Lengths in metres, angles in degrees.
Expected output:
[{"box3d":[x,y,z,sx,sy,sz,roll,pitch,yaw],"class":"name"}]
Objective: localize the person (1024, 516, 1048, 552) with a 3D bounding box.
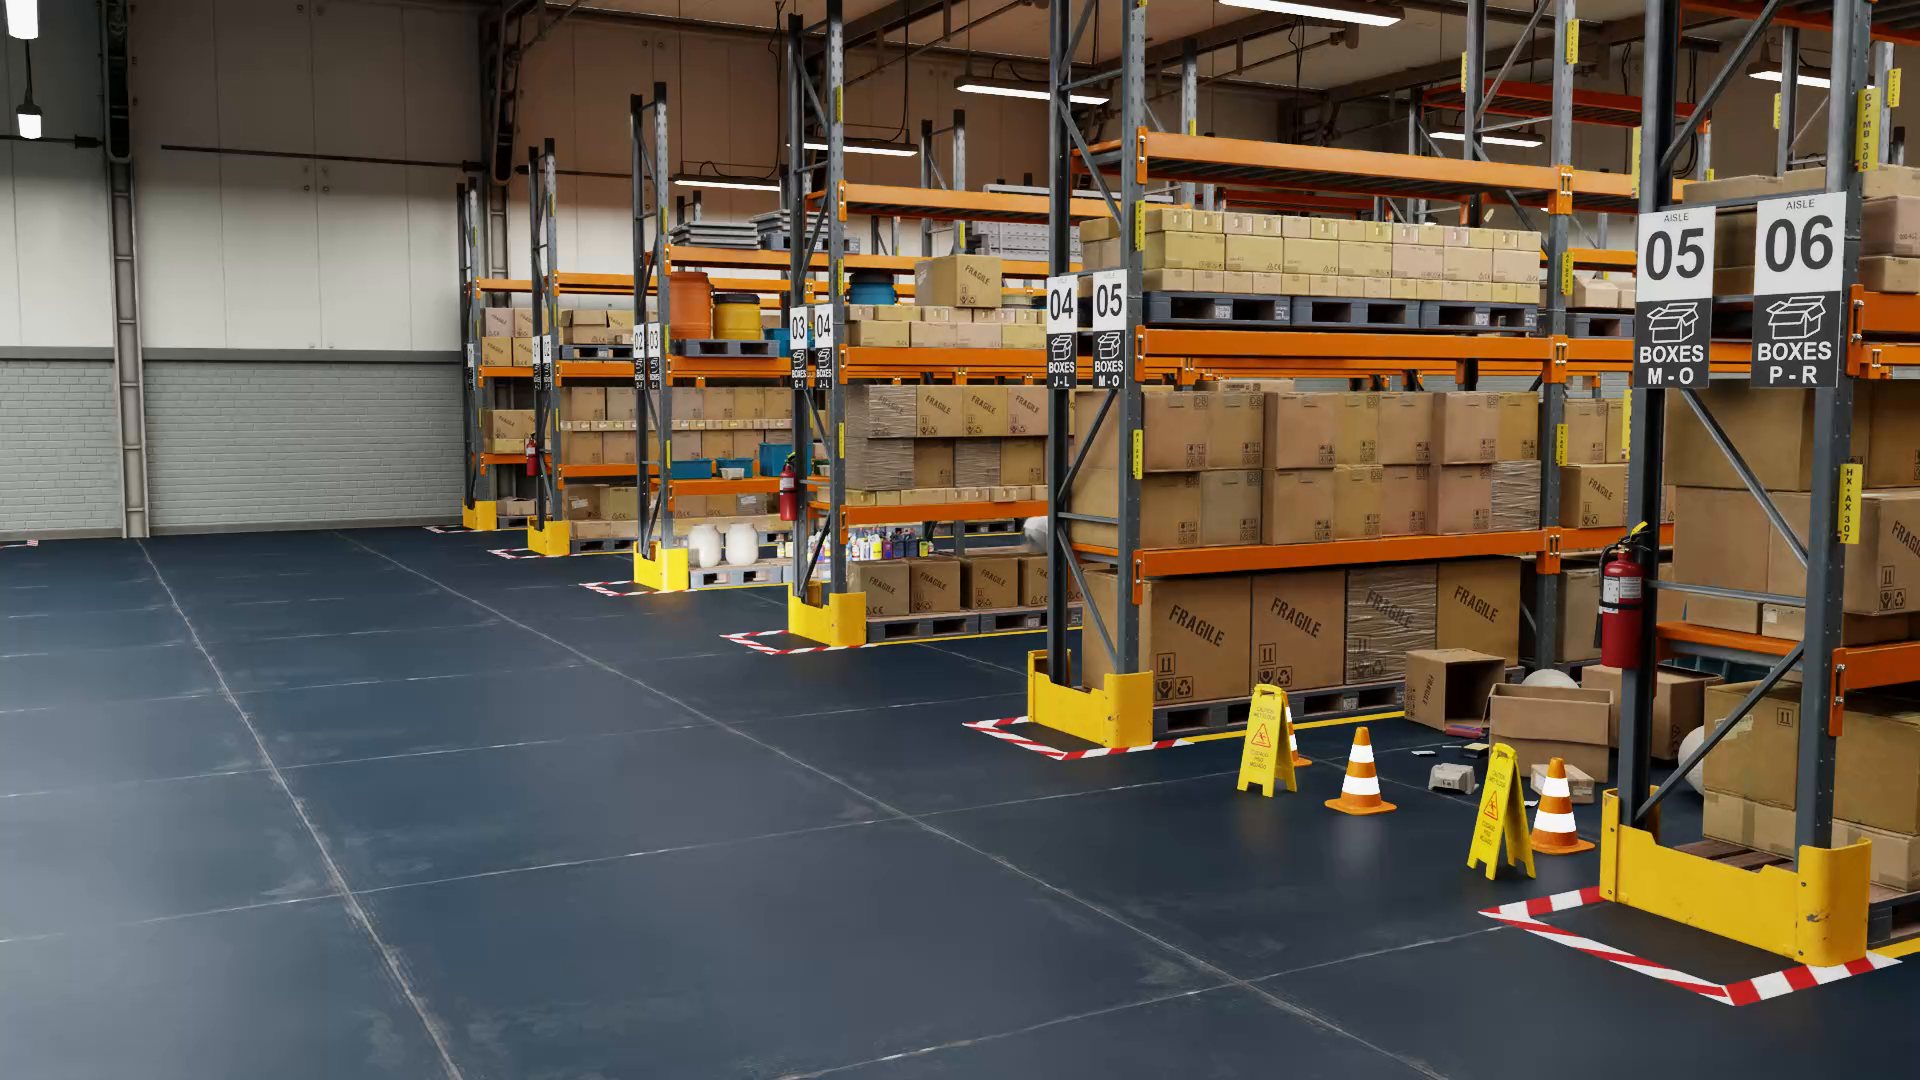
[{"box3d":[1.175,0.087,19.440,0.915,1.148,0.441,-3,6,-31],"class":"person"}]
